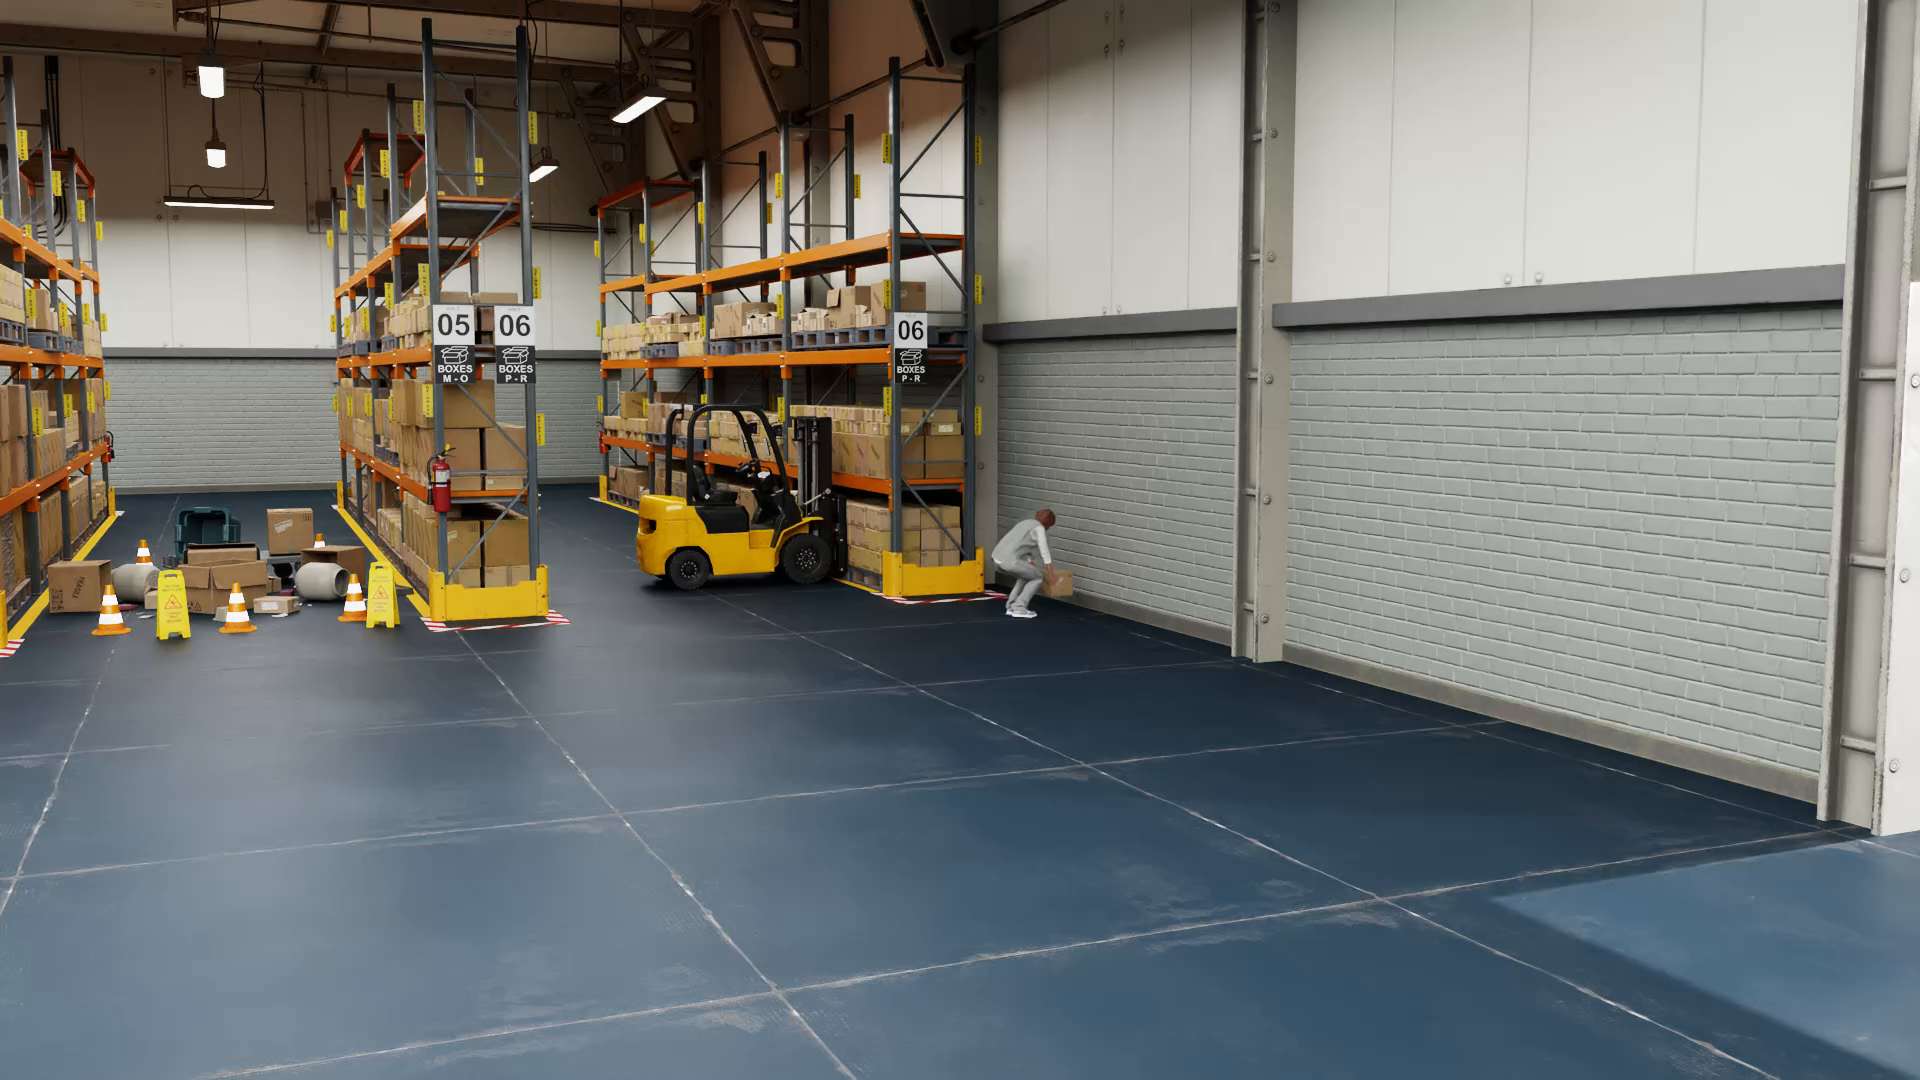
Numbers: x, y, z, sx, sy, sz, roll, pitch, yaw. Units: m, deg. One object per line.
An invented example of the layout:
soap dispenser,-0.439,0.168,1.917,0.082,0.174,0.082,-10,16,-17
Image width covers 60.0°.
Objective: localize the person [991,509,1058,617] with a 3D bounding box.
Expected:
person,0.664,0.244,17.302,0.738,1.097,0.464,-2,6,-24
